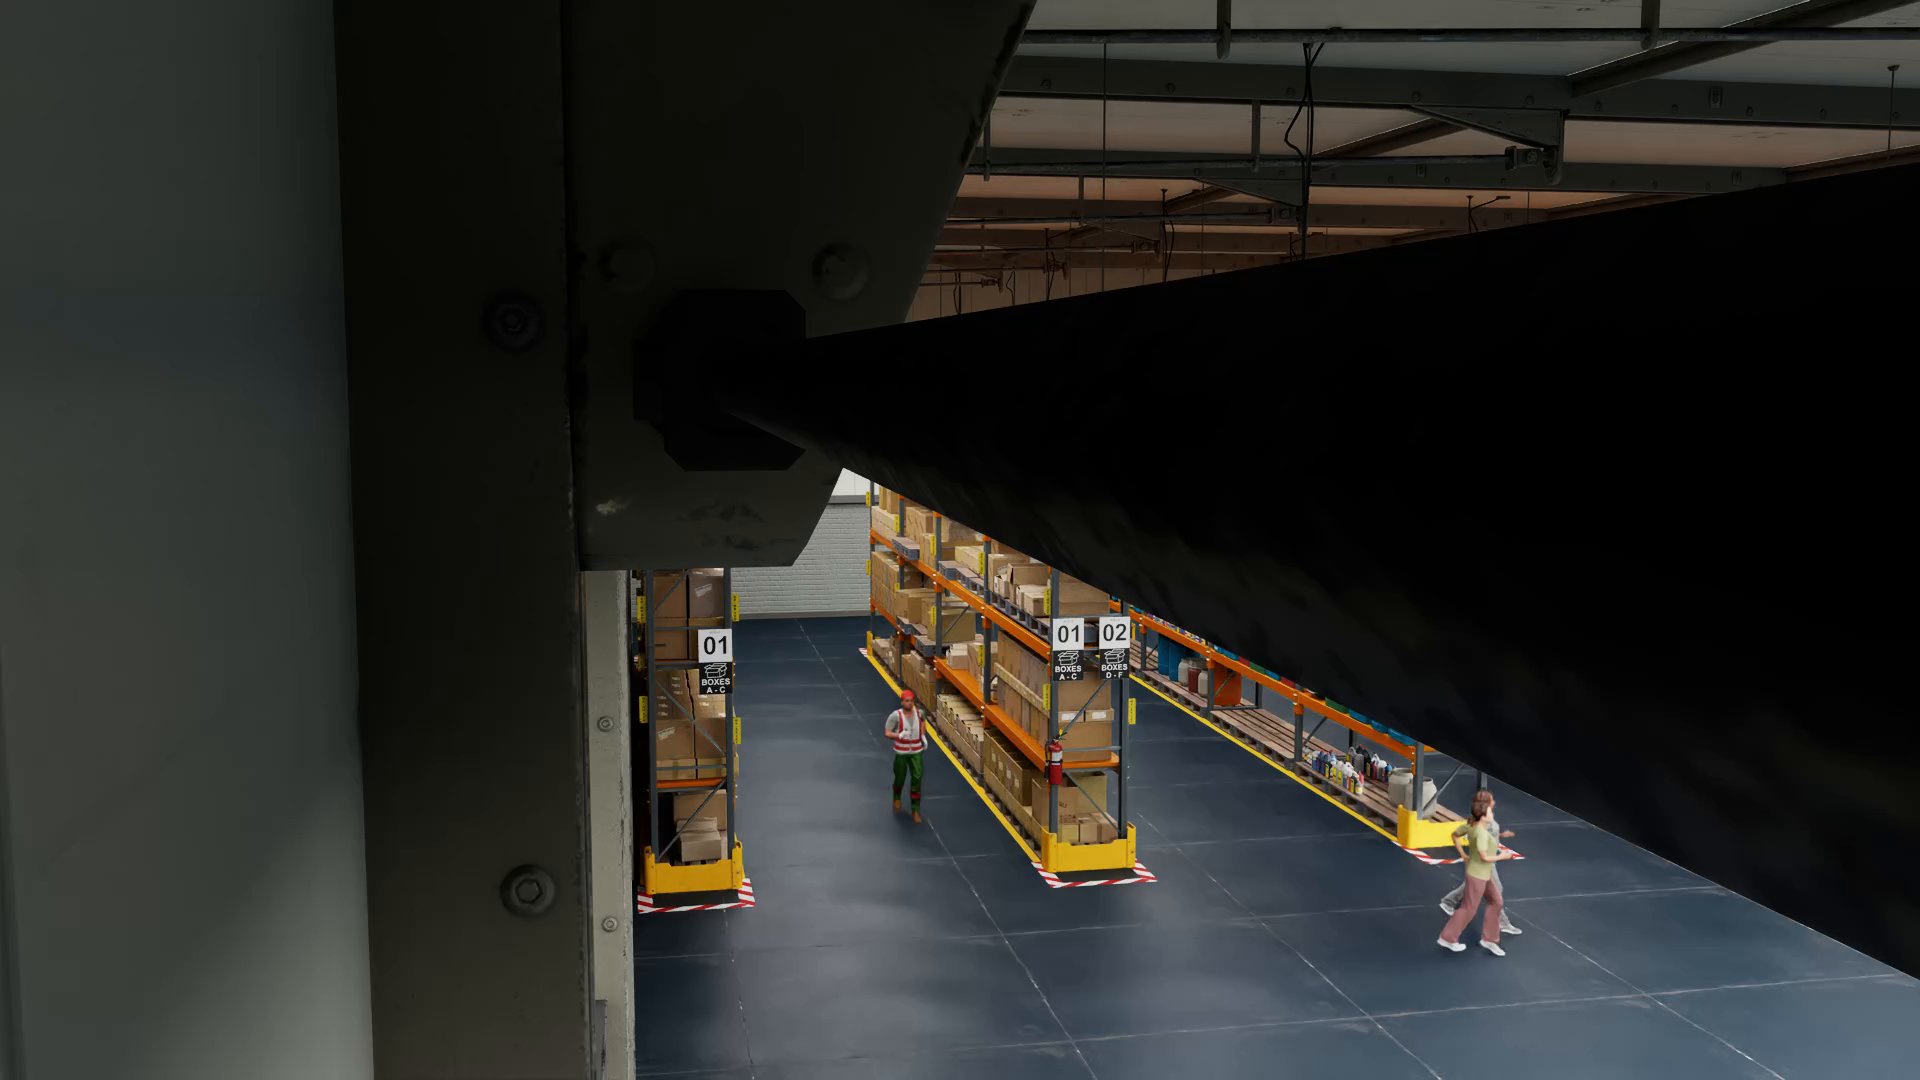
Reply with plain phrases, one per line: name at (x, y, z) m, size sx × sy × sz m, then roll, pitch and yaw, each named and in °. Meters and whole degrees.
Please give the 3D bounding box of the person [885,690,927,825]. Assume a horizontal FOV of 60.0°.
person at (-0.750, 2.990, 23.277) m, size 0.660 × 1.823 × 0.903 m, roll -2°, pitch 6°, yaw -16°

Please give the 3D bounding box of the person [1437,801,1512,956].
person at (5.513, 3.641, 17.811) m, size 0.744 × 1.713 × 0.564 m, roll 1°, pitch 6°, yaw 11°

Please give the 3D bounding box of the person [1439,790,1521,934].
person at (5.834, 3.576, 18.592) m, size 0.890 × 1.589 × 0.534 m, roll 2°, pitch 6°, yaw 17°
